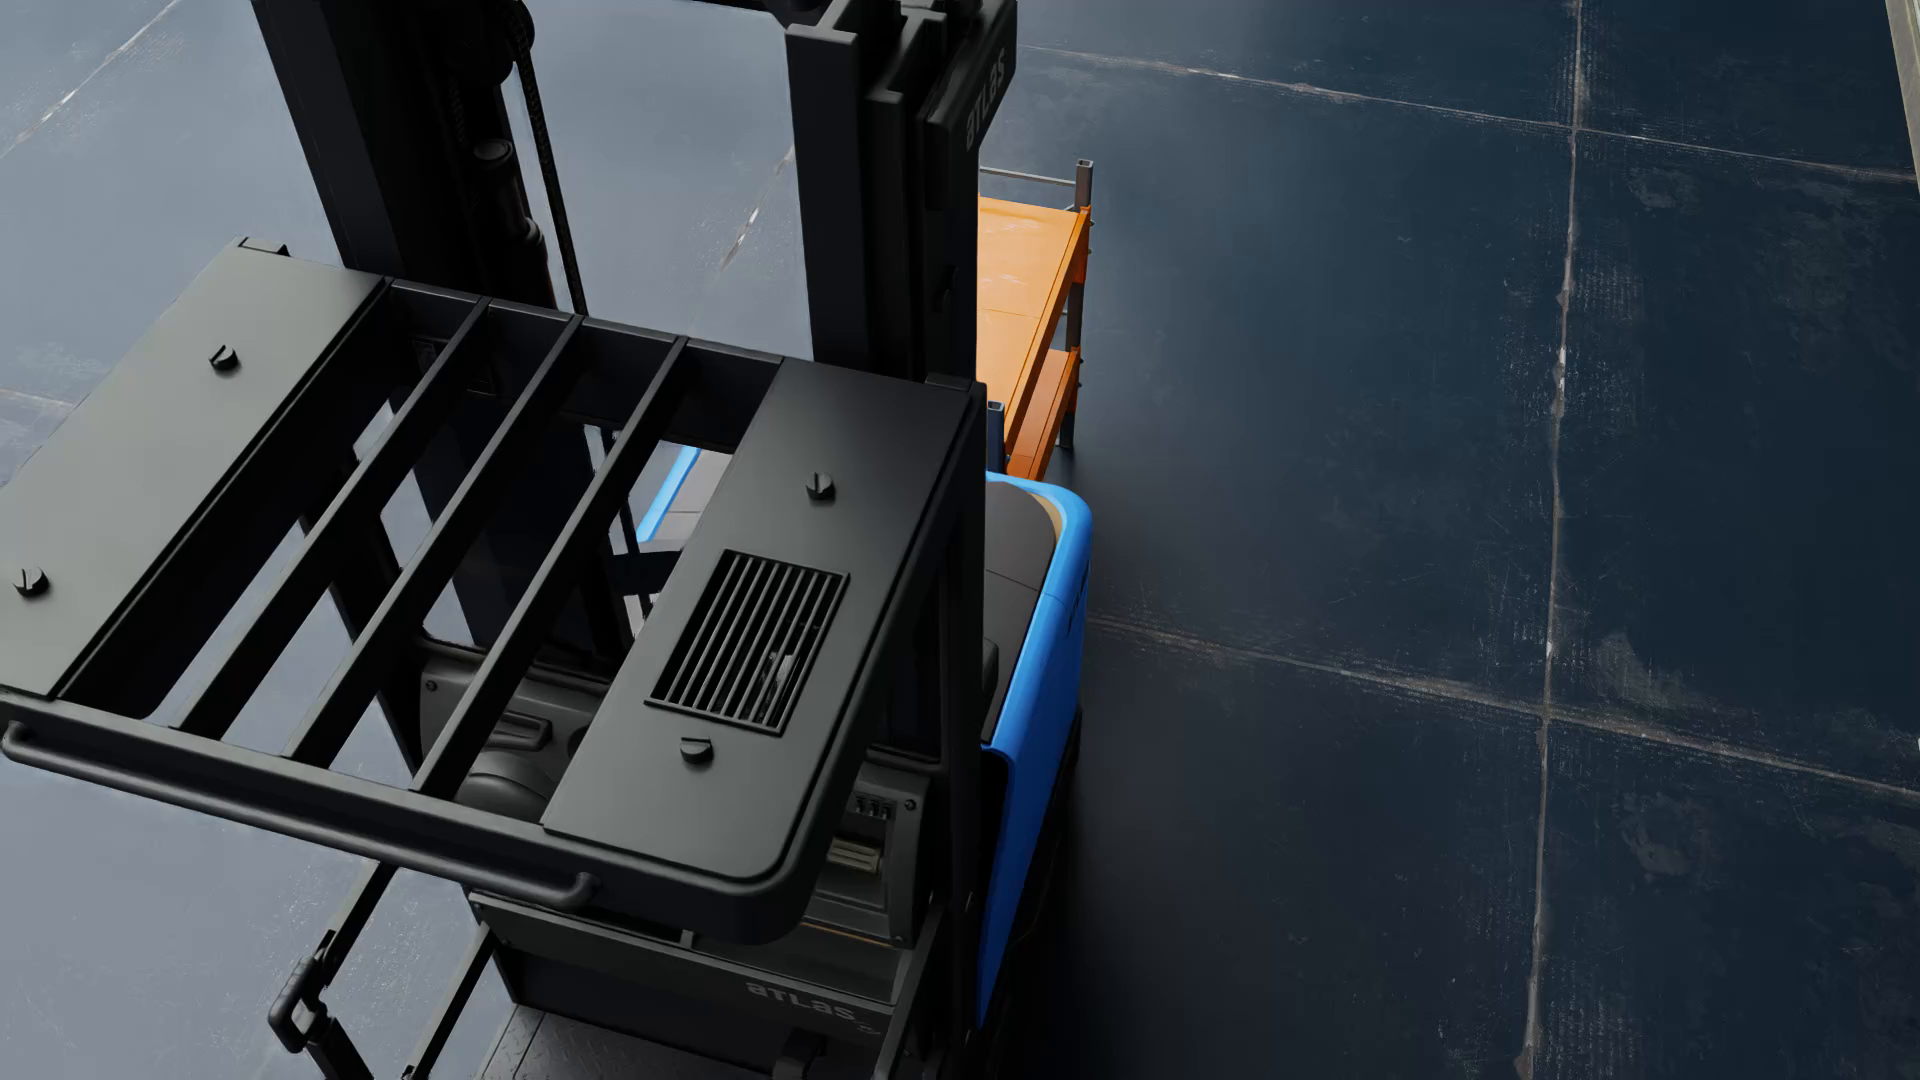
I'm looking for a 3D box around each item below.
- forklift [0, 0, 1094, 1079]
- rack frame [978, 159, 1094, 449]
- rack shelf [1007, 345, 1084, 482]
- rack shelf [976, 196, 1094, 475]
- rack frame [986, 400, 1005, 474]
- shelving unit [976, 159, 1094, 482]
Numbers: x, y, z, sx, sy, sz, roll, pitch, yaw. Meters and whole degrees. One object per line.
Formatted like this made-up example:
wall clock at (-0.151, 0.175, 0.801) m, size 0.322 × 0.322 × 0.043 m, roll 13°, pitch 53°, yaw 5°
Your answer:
forklift at (-0.570, 0.589, 2.775) m, size 1.130 × 2.935 × 3.031 m, roll 12°, pitch 50°, yaw 11°
rack frame at (0.132, -0.735, 5.148) m, size 0.500 × 1.125 × 0.032 m, roll 12°, pitch 50°, yaw 10°
rack shelf at (-0.002, -0.206, 5.007) m, size 0.538 × 0.278 × 1.000 m, roll 12°, pitch 50°, yaw 10°
rack shelf at (-0.002, -0.561, 4.604) m, size 0.538 × 0.278 × 1.000 m, roll 12°, pitch 50°, yaw 10°
rack frame at (-0.136, 0.000, 4.499) m, size 0.500 × 1.125 × 0.032 m, roll 12°, pitch 50°, yaw 10°
shelving unit at (-0.002, -0.367, 4.824) m, size 0.538 × 1.125 × 1.048 m, roll 12°, pitch 50°, yaw 10°
